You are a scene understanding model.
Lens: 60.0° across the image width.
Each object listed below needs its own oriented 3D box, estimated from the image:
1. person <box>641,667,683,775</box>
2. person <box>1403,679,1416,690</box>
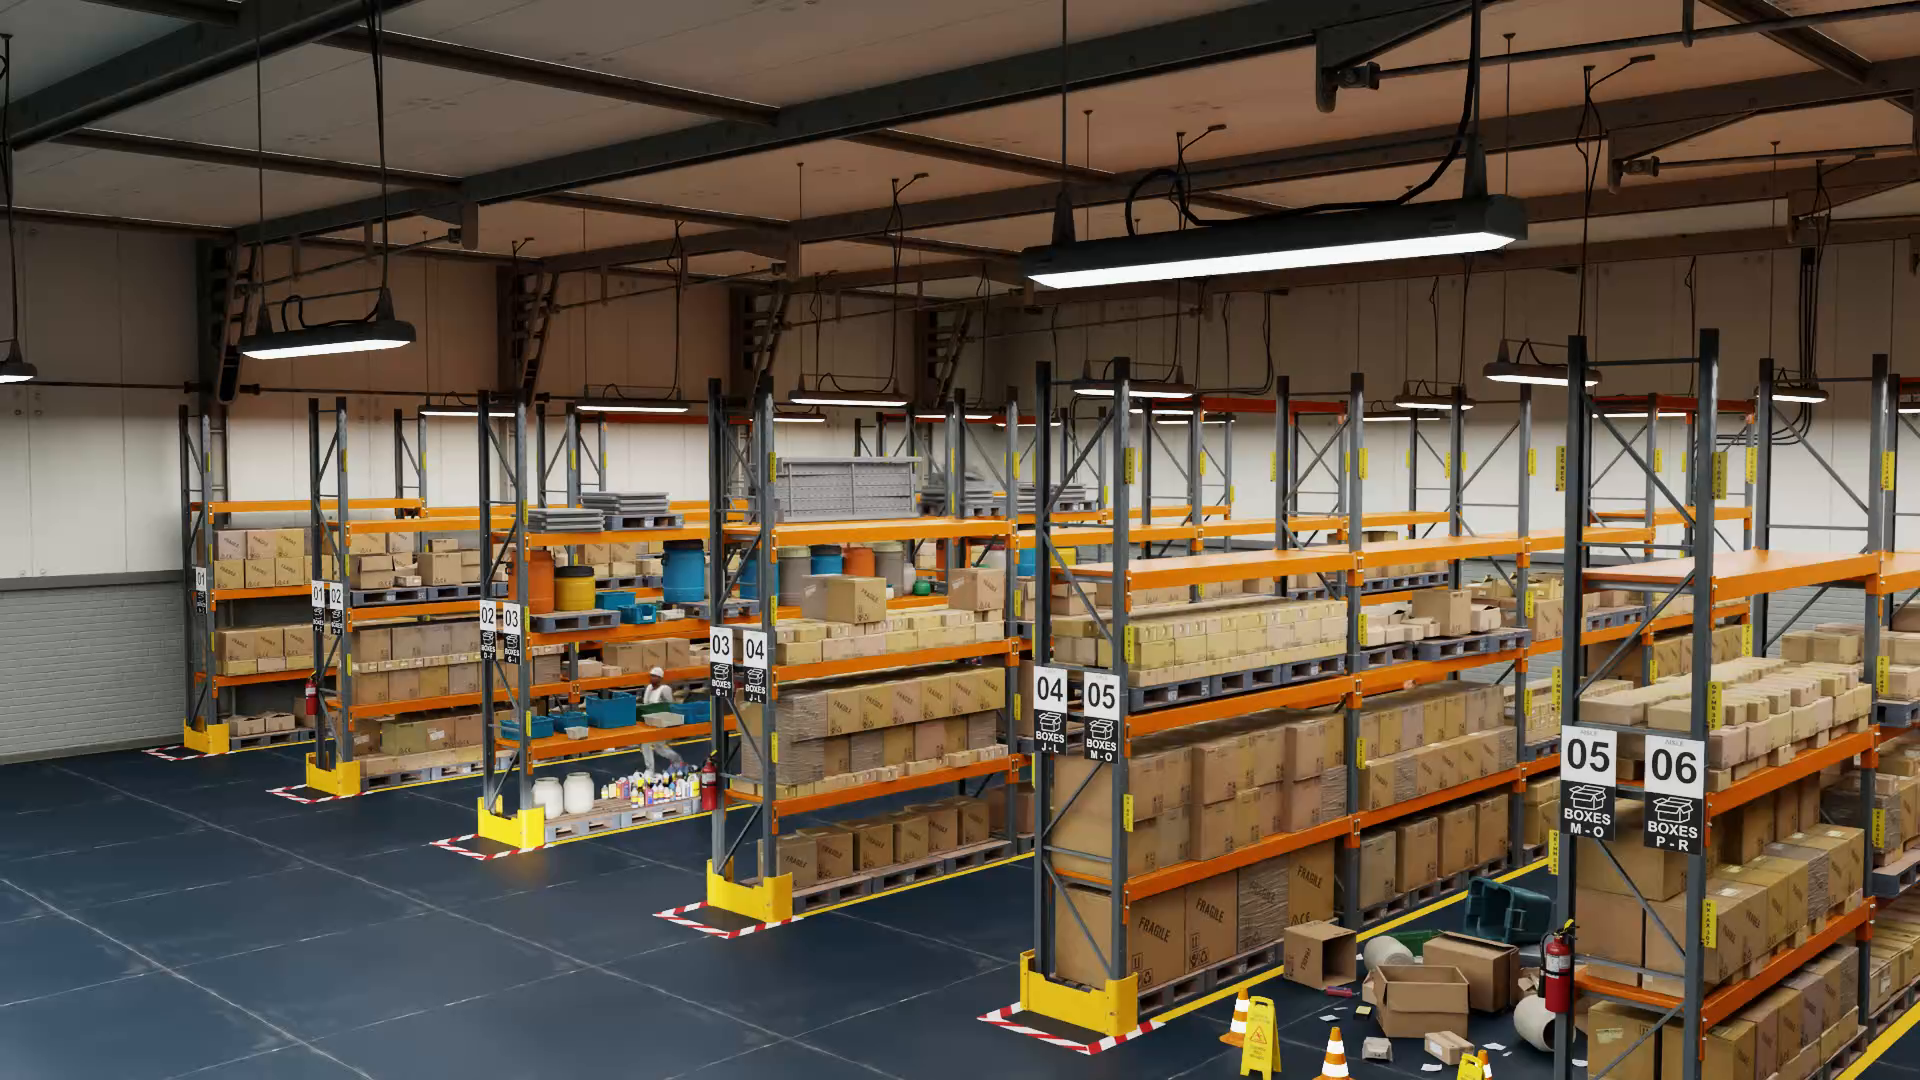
[{"bbox_3d":[-4.766,2.893,26.246,0.688,1.775,0.804,2,4,39],"label":"person"},{"bbox_3d":[6.948,2.946,25.786,0.574,1.673,0.951,2,4,34],"label":"person"}]
